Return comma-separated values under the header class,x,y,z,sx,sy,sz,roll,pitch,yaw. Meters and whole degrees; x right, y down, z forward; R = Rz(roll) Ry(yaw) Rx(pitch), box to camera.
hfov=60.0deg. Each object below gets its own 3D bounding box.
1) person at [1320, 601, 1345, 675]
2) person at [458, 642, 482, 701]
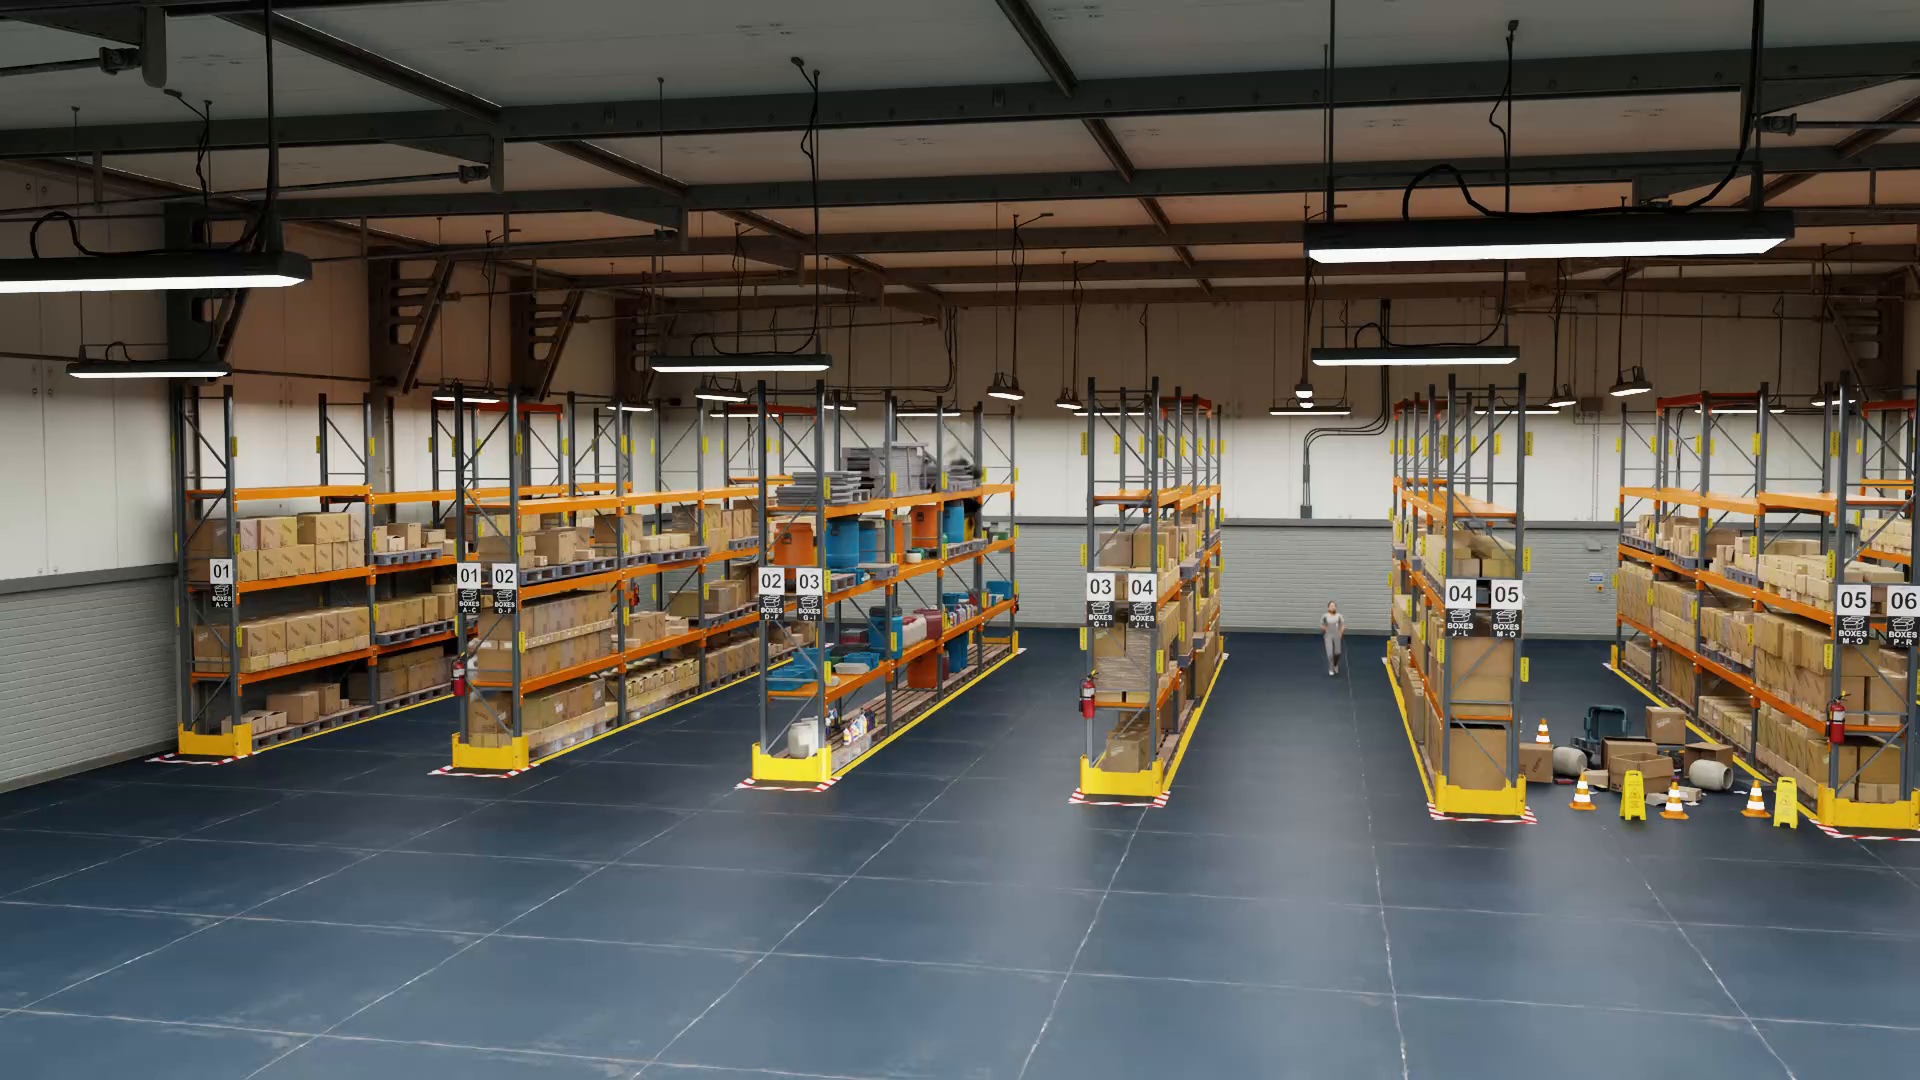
class,x,y,z,sx,sy,sz,roll,pitch,yaw
person,8.131,2.149,36.269,0.555,1.626,0.556,1,3,10
person,-8.498,2.598,28.898,0.570,1.652,0.910,0,3,8
